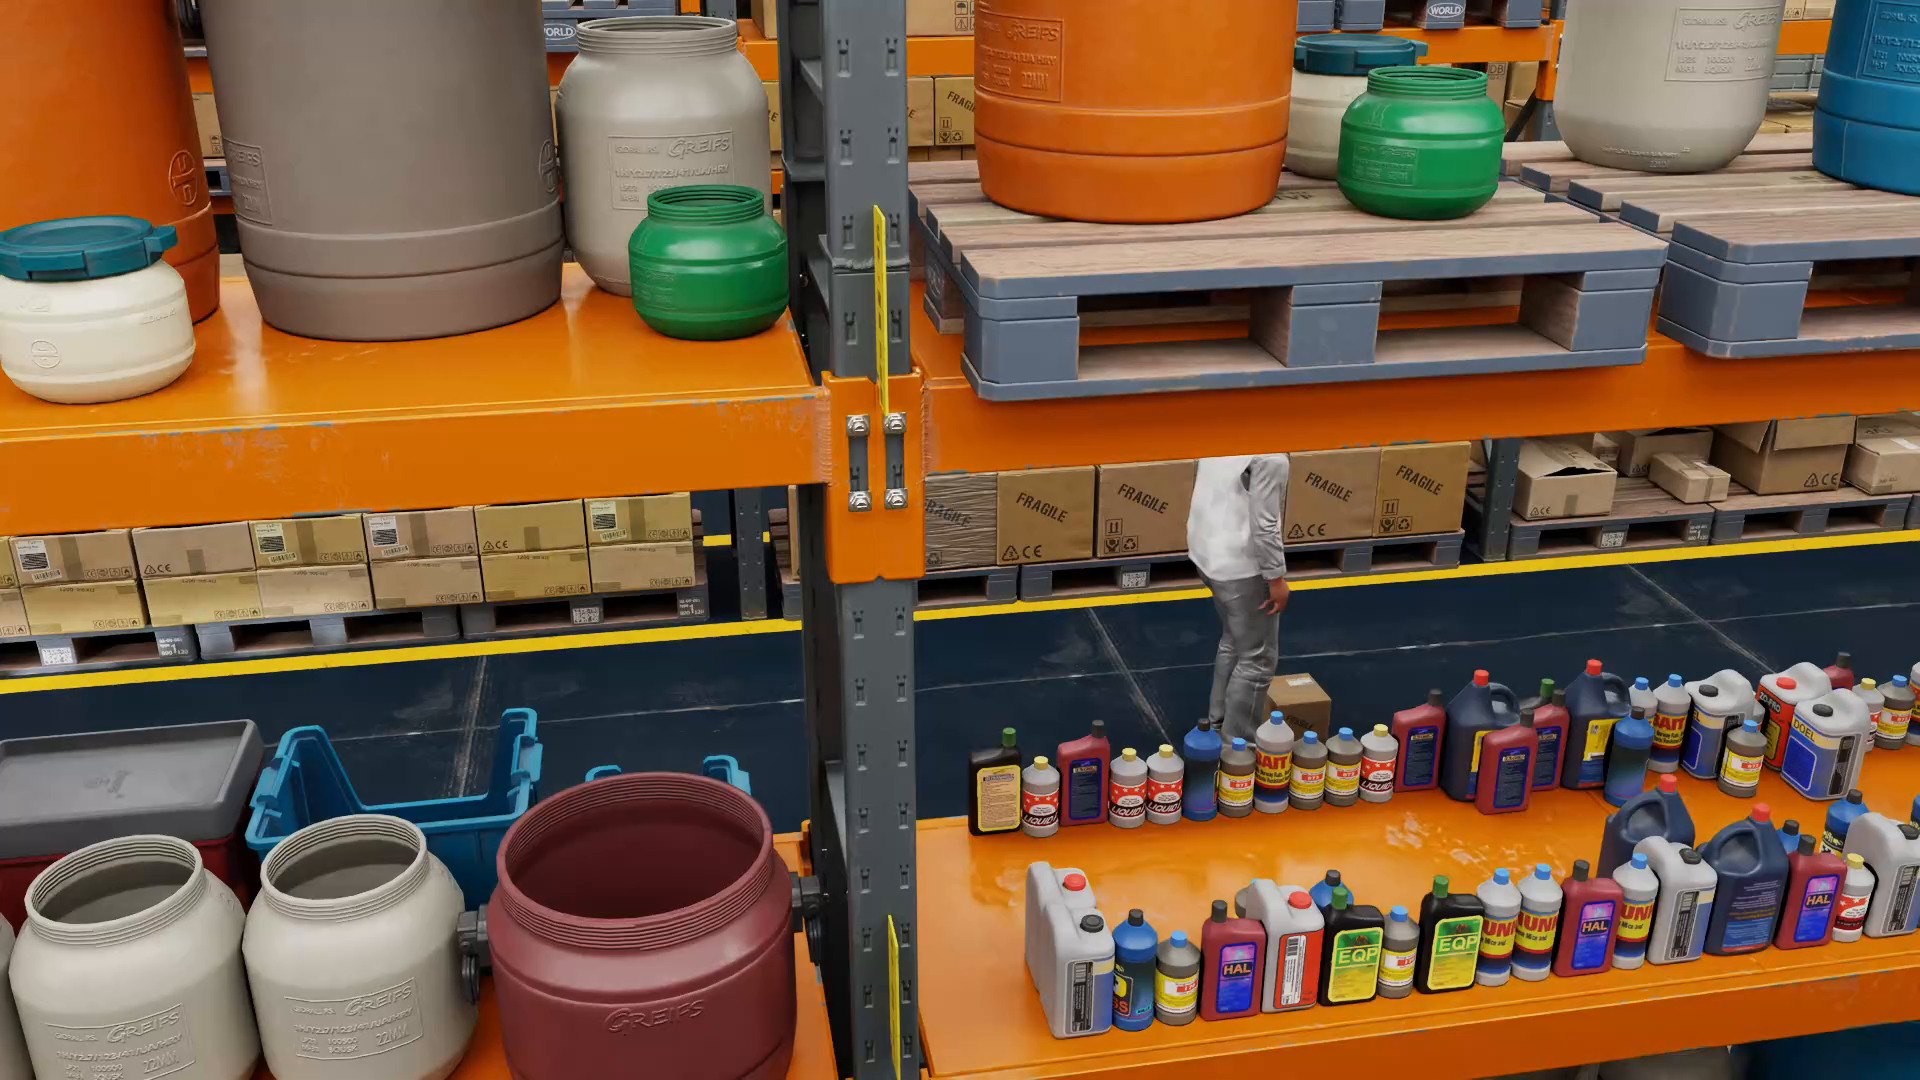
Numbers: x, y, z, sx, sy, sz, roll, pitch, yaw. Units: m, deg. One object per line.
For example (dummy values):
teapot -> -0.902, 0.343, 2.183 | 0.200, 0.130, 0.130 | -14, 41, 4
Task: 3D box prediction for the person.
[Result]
person -> 1.186, 0.075, 6.888 | 0.471, 1.772, 0.594 | -6, 24, -13
